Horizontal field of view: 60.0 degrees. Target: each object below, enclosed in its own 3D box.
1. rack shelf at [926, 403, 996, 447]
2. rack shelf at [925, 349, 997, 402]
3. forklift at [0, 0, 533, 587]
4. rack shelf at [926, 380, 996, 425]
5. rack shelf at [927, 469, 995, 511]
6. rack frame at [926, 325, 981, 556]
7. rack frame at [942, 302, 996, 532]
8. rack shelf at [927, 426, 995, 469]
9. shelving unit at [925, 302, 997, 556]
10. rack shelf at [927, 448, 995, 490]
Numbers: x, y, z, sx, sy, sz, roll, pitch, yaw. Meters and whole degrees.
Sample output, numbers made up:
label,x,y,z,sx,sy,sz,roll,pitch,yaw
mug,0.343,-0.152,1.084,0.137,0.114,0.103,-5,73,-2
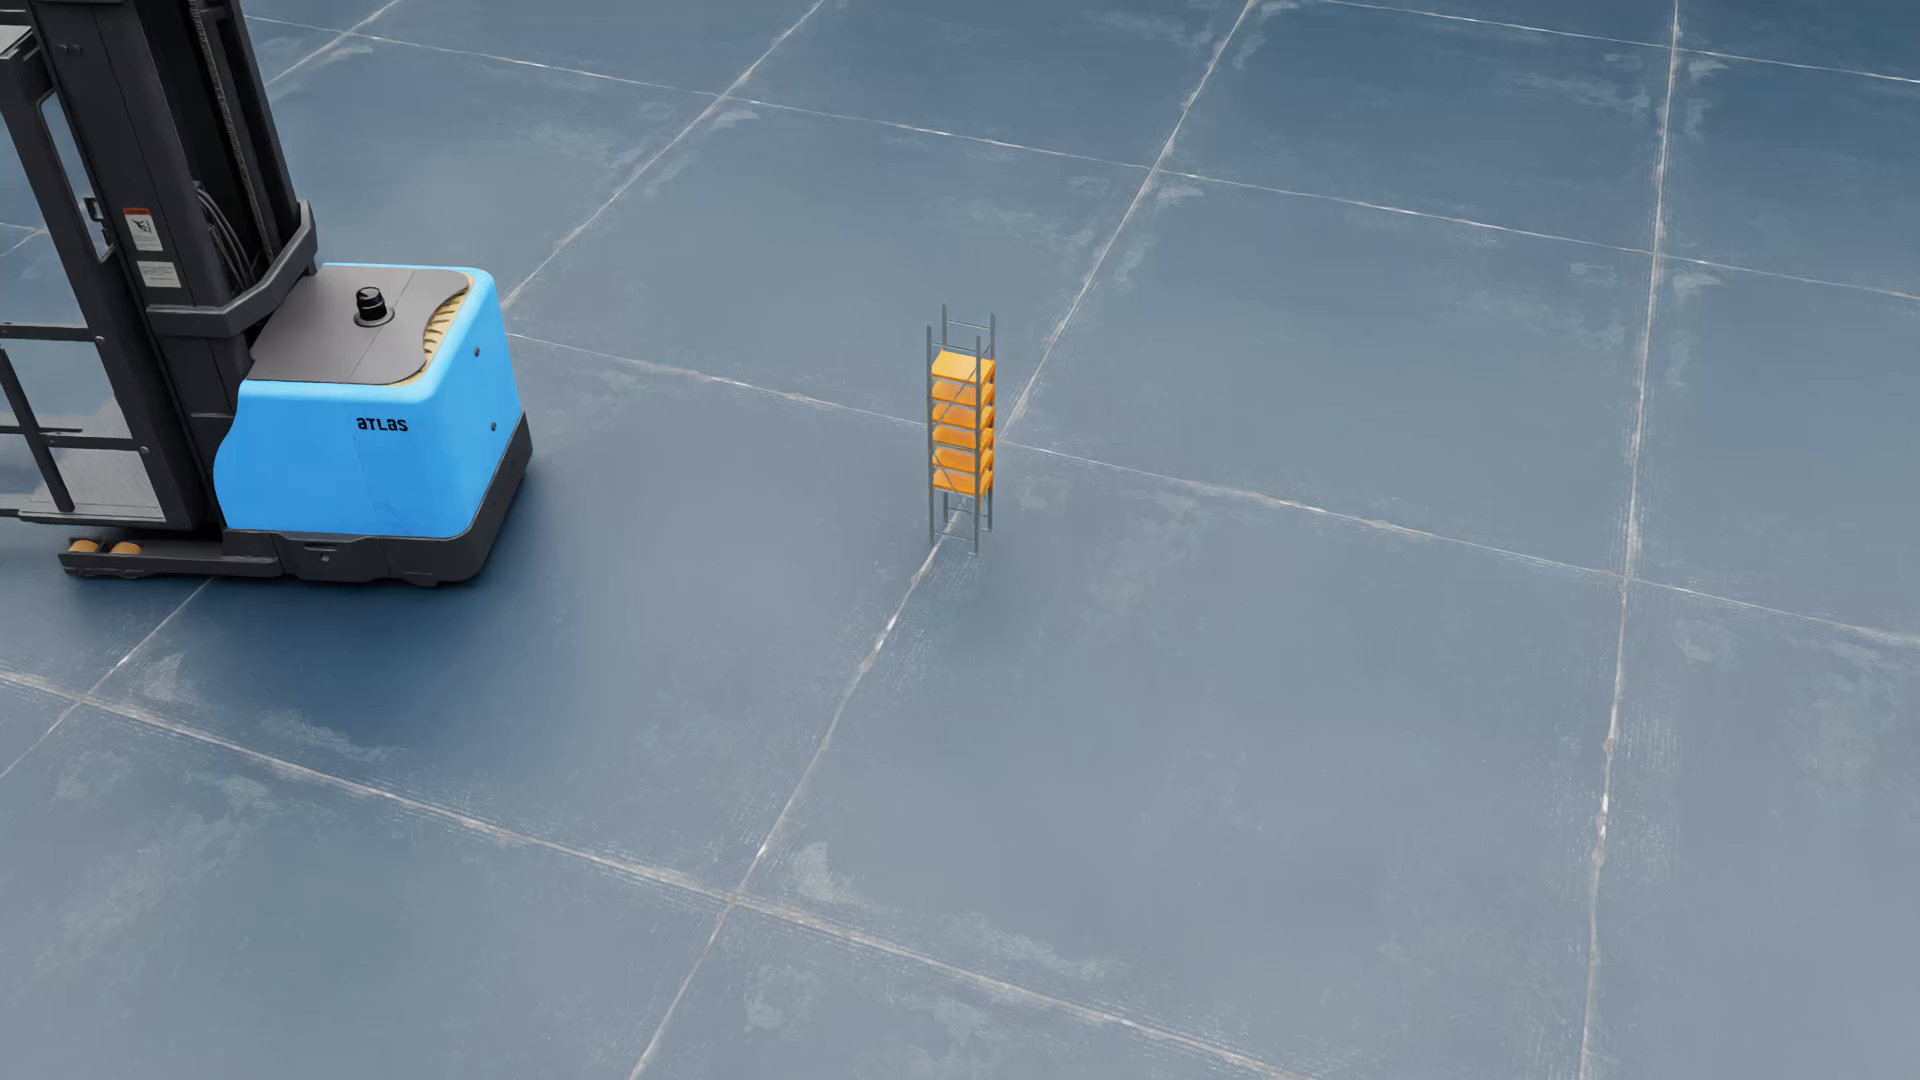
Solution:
label,x,y,z,sx,sy,sz,roll,pitch,yaw
rack shelf,0.005,-0.523,7.275,0.258,0.103,0.180,13,42,15
rack shelf,0.005,-0.705,7.120,0.258,0.103,0.180,13,42,15
forklift,-3.621,-1.281,6.947,3.031,2.935,1.130,3,41,3
rack shelf,0.005,-0.614,7.198,0.258,0.103,0.180,13,42,15
rack shelf,0.005,-0.249,7.509,0.258,0.103,0.180,13,42,15
rack frame,-0.026,-0.409,7.259,0.240,1.200,0.006,13,42,15
rack frame,0.036,-0.521,7.390,0.240,1.200,0.006,13,42,15
rack shelf,0.005,-0.431,7.353,0.258,0.103,0.180,13,42,15
shelving unit,0.005,-0.465,7.325,0.258,1.200,0.189,13,42,15
rack shelf,0.005,-0.340,7.431,0.258,0.103,0.180,13,42,15
